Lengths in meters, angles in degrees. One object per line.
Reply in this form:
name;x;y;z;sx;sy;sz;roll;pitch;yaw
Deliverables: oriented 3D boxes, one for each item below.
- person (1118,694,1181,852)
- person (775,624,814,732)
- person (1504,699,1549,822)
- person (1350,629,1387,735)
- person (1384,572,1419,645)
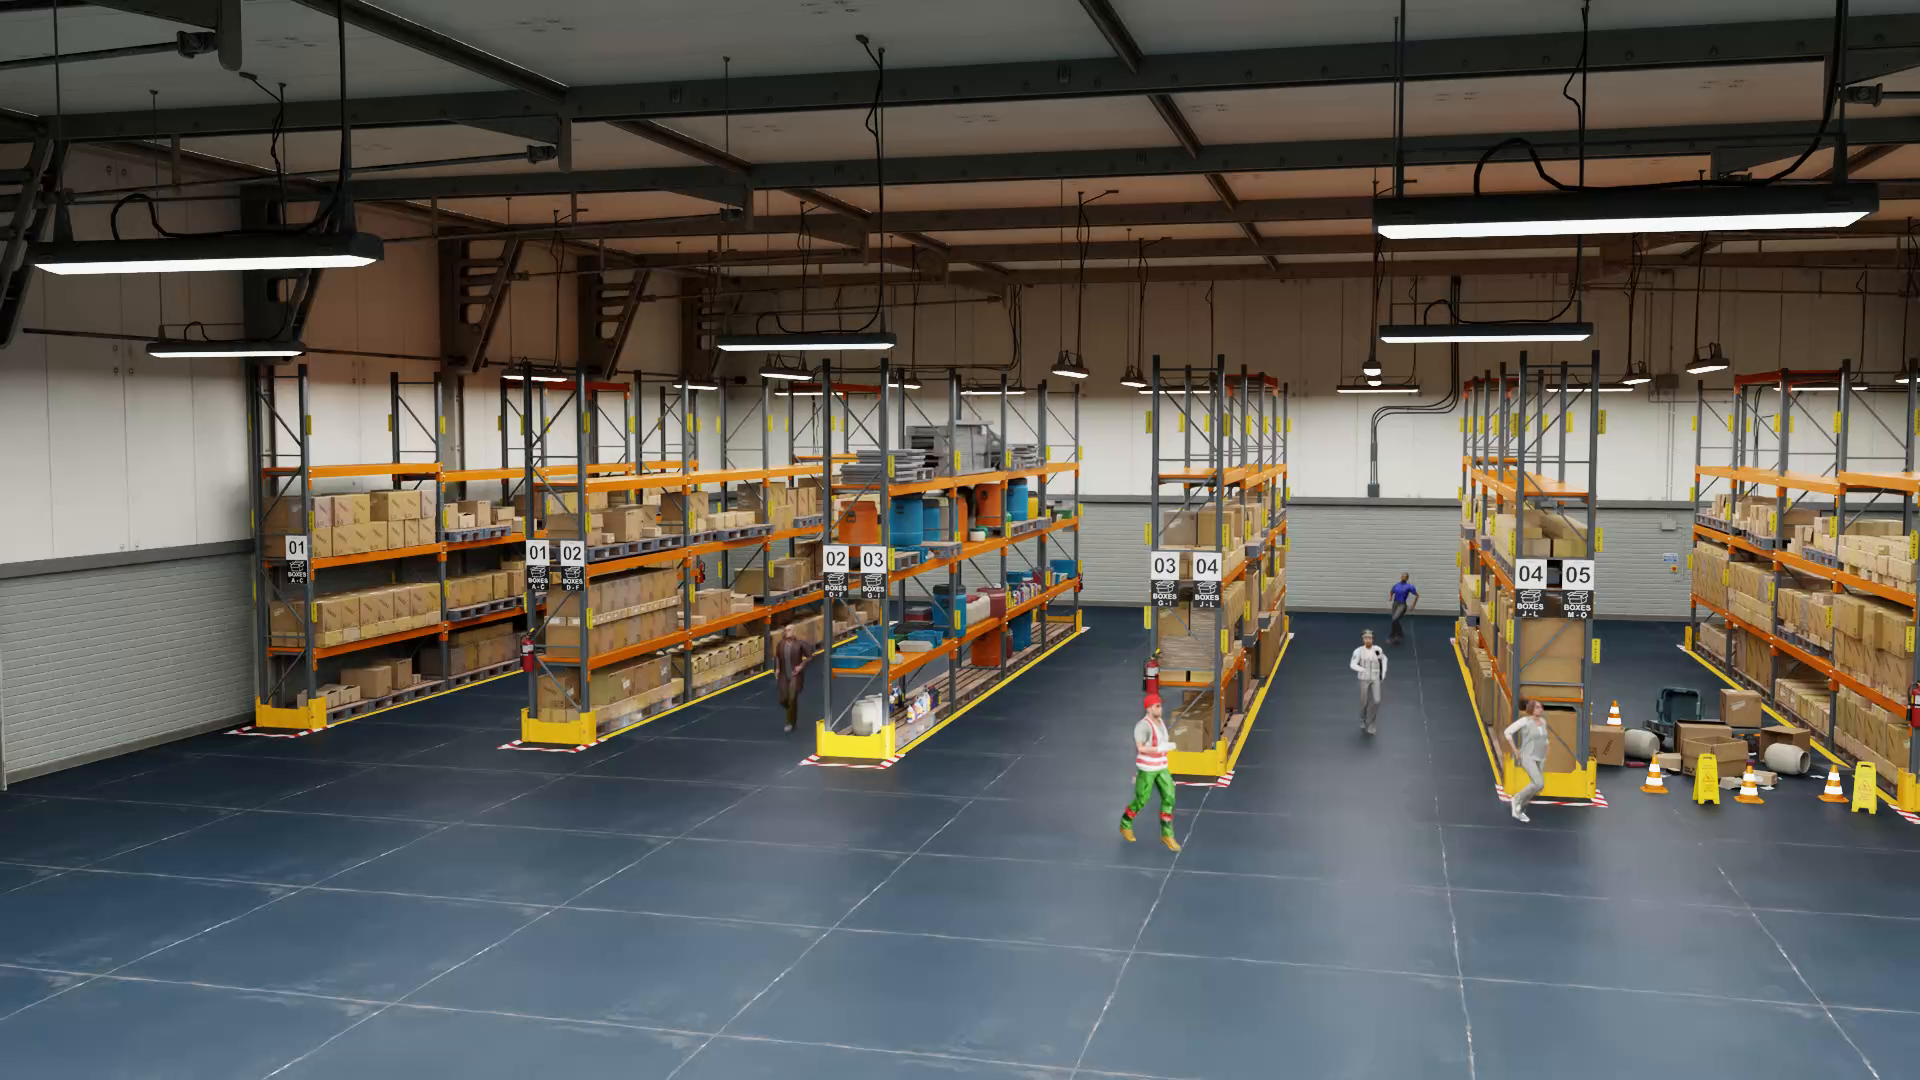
person;2.245;2.736;19.702;0.662;1.846;0.837;-4;6;-44
person;-2.744;2.348;27.364;0.706;1.565;0.691;1;4;18
person;7.206;2.784;20.936;0.527;1.560;0.534;-2;5;-29
person;6.662;2.306;27.078;0.616;1.716;0.683;0;4;7
person;10.072;1.567;38.136;0.786;1.658;0.617;-3;5;-36
